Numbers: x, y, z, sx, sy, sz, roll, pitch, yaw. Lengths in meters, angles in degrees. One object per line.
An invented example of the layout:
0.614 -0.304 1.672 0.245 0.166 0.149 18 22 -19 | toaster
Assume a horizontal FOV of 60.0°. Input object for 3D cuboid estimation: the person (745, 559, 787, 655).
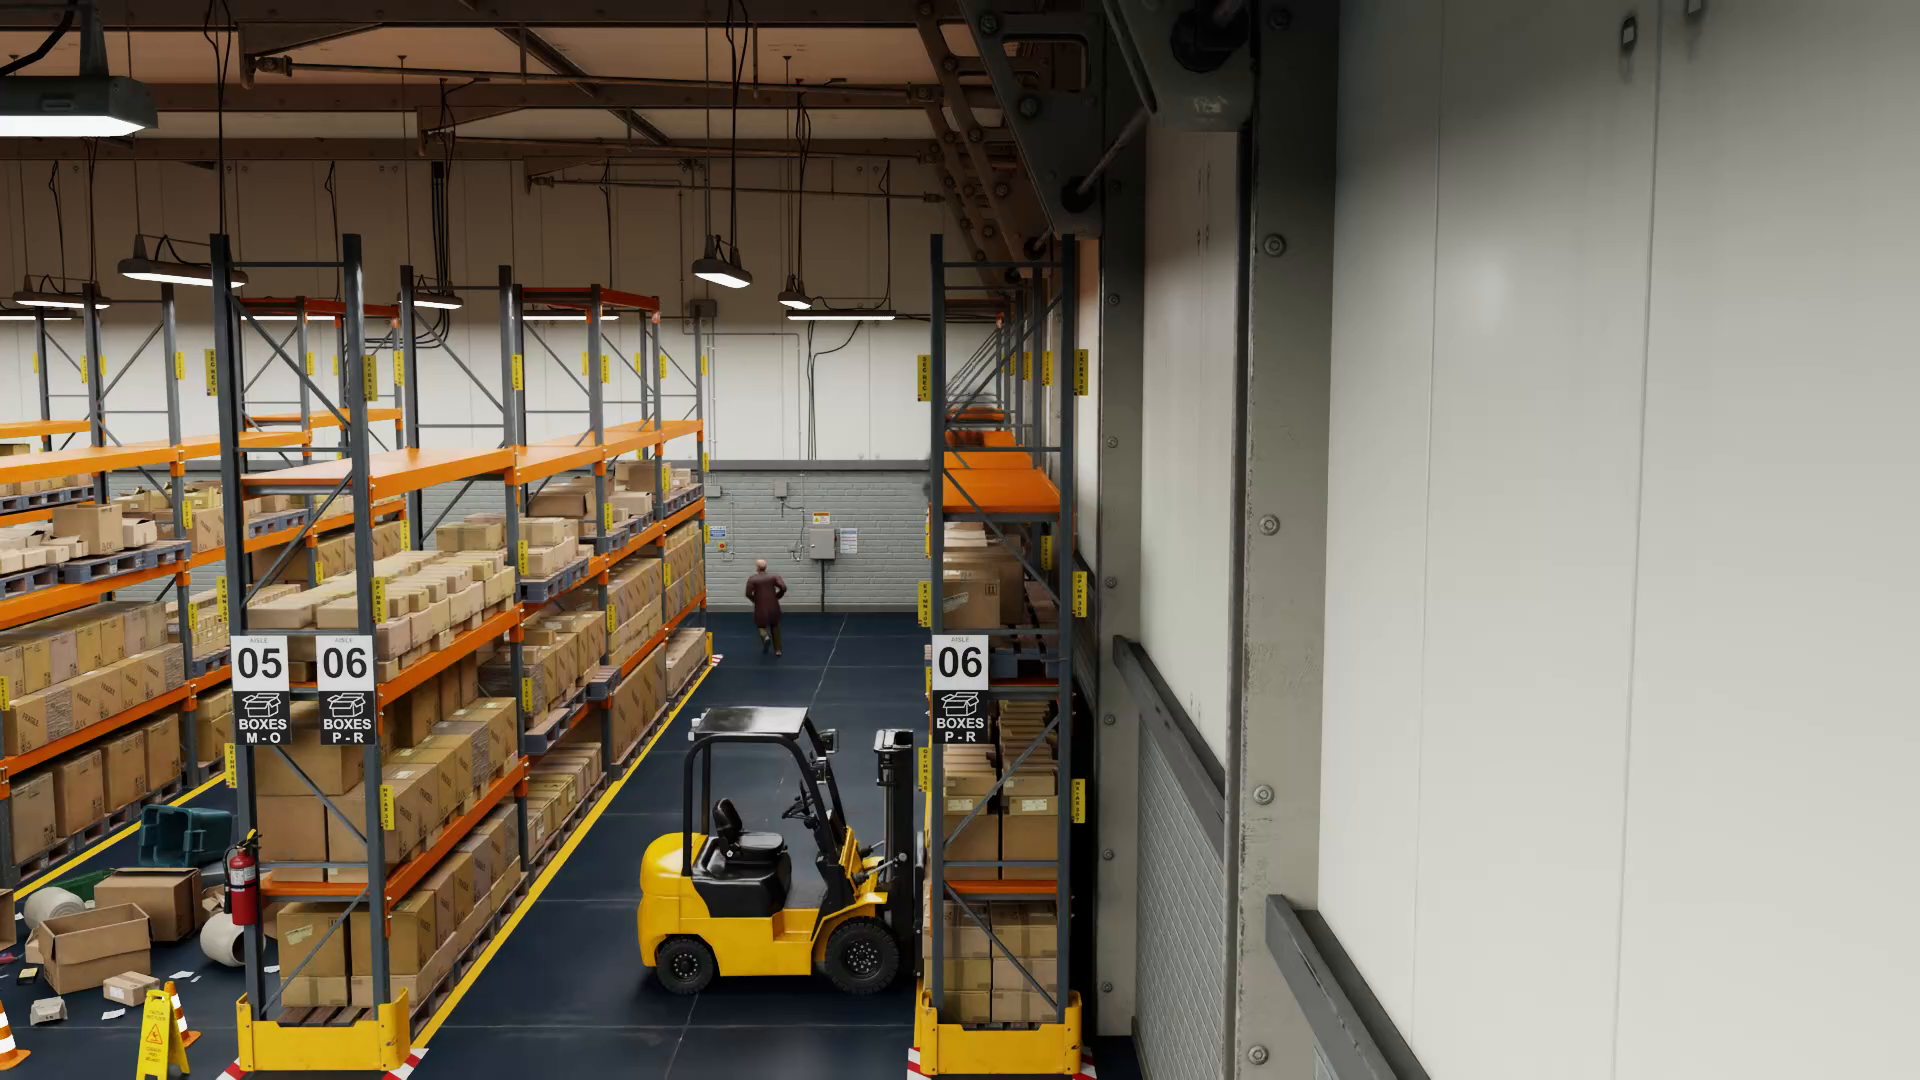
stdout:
-3.349 1.176 28.630 0.722 1.704 0.645 -2 7 -18 | person
